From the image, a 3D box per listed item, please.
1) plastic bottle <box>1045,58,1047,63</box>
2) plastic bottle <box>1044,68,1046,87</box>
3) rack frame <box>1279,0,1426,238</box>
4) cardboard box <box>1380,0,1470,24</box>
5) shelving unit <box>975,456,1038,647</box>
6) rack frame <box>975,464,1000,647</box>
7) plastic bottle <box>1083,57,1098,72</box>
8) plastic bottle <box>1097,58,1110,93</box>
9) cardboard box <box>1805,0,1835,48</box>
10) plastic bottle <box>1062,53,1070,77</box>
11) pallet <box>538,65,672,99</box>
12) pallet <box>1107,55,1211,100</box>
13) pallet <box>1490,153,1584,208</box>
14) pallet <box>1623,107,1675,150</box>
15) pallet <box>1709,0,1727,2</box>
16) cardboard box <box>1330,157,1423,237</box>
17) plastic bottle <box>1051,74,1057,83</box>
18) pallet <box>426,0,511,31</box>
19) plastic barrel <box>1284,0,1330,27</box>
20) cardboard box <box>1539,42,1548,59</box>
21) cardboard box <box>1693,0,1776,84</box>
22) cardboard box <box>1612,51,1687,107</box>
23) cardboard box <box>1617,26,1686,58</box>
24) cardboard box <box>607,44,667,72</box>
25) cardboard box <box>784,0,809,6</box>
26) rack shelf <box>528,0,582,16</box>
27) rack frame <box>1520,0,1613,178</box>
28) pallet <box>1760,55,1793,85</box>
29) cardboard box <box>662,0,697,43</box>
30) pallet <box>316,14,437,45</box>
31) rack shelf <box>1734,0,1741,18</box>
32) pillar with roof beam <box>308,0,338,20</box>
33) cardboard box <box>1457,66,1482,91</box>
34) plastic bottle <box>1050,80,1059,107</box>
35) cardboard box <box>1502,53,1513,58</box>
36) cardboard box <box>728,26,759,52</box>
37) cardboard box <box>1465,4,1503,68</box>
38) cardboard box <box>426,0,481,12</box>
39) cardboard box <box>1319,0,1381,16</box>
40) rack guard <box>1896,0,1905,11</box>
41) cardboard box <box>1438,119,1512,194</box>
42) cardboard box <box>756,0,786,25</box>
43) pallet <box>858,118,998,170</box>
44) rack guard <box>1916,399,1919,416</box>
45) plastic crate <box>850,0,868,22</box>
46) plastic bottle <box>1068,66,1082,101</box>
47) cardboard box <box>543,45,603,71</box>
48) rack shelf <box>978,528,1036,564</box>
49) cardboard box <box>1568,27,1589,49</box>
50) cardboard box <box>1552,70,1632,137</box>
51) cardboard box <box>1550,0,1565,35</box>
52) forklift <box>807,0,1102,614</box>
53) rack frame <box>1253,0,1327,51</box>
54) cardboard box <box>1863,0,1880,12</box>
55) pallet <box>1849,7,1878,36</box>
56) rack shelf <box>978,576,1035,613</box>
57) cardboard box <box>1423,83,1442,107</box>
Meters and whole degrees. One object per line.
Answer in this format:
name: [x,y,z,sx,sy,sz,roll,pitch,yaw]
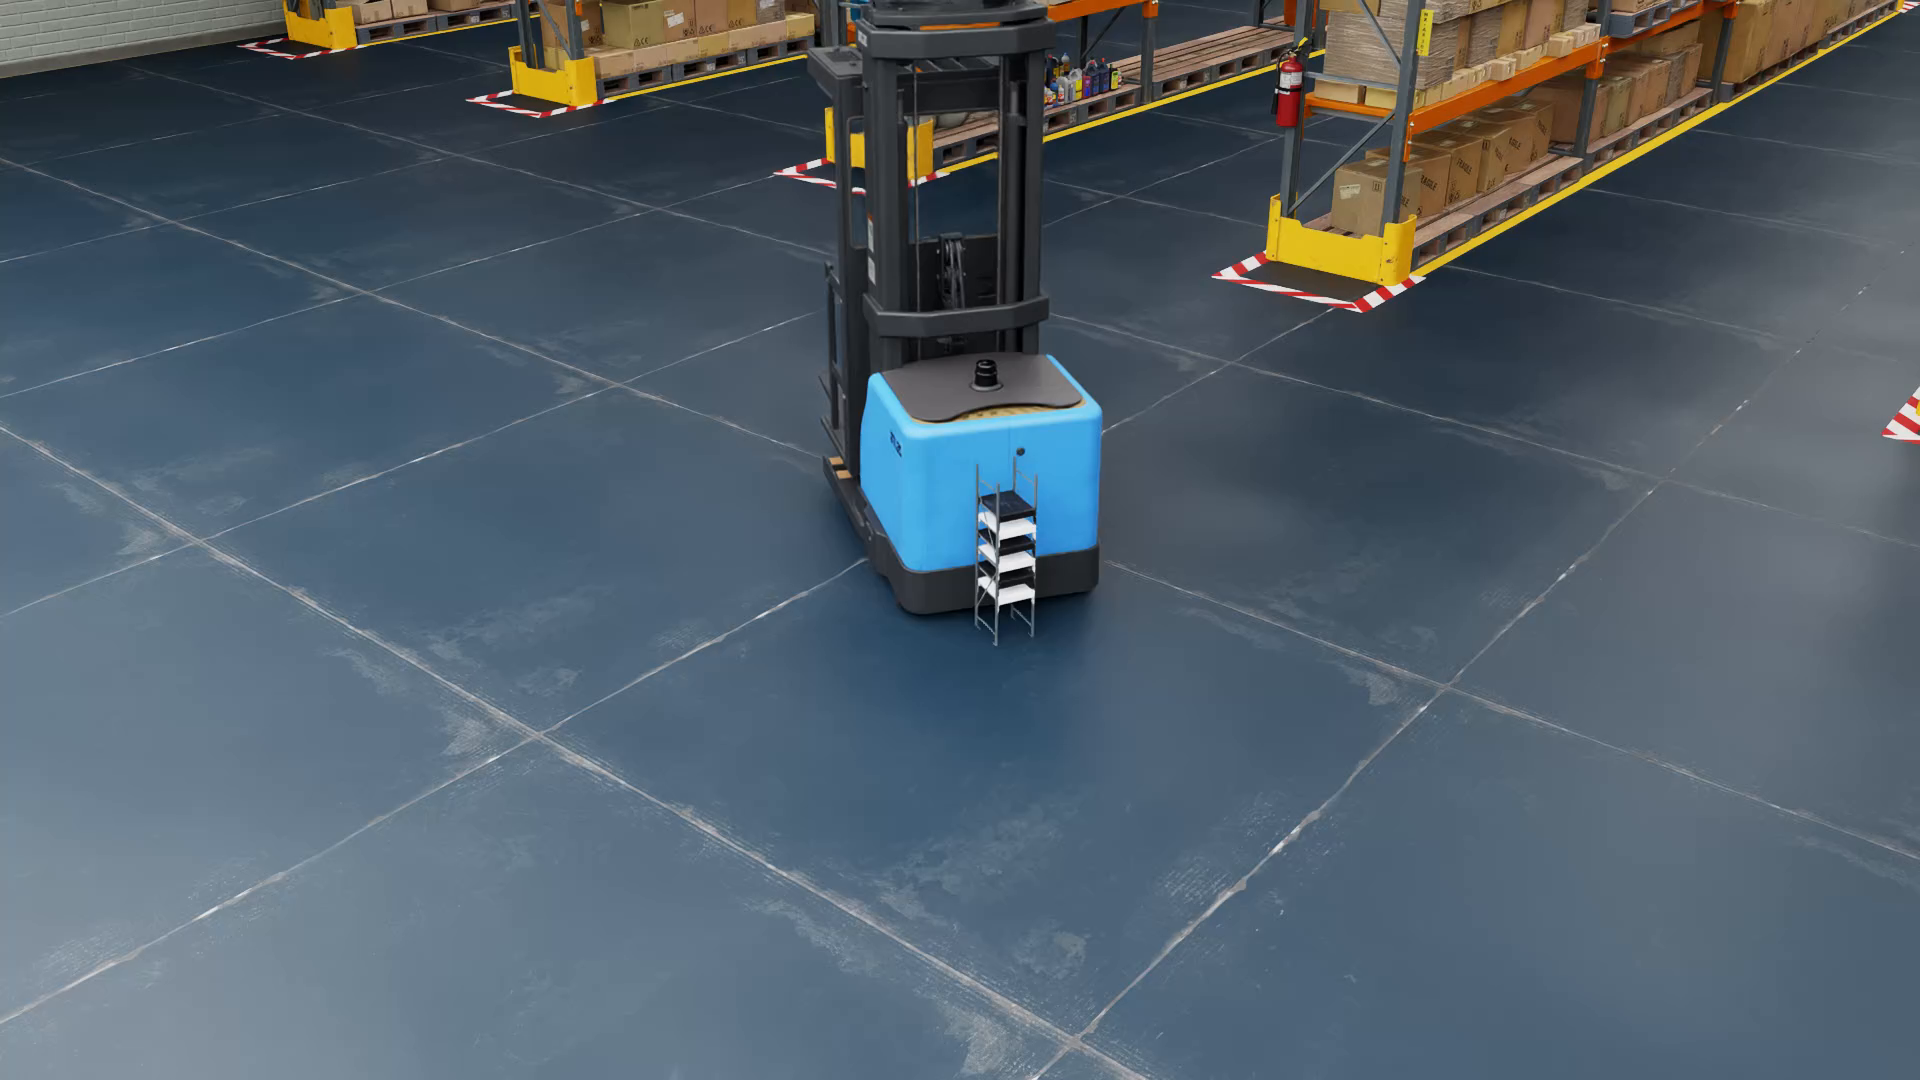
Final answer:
plastic bottle: [0.904,-5.247,18.532,0.144,0.351,0.185,22,34,36]
plastic bottle: [0.905,-5.125,18.382,0.097,0.271,0.097,0,27,0]
rack frame: [3.015,-3.527,12.803,1.000,3.000,0.127,21,34,34]
cardboard box: [3.575,-4.263,12.705,0.500,0.500,0.500,21,34,34]
shelving unit: [0.223,0.061,8.152,0.210,0.900,0.258,-13,30,-23]
rack frame: [0.131,0.082,8.113,0.006,0.900,0.240,-13,30,-23]
plastic bottle: [1.439,-5.141,18.328,0.144,0.351,0.185,21,34,34]
plastic bottle: [1.550,-5.099,18.246,0.144,0.351,0.185,20,33,33]
cardboard box: [10.256,-6.792,20.969,1.225,0.875,0.875,21,34,35]
plastic bottle: [1.196,-5.391,18.898,0.097,0.271,0.097,0,27,0]
pallet: [-4.173,-5.468,19.591,1.003,0.211,1.213,21,34,34]
pallet: [2.207,-5.444,19.544,1.003,0.211,1.213,21,34,34]
pallet: [5.159,-3.458,15.705,1.003,0.211,1.213,21,34,34]
pallet: [6.829,-4.418,17.560,1.003,0.211,1.213,21,34,34]
pallet: [7.732,-5.994,17.782,1.213,0.211,1.003,21,34,34]
cardboard box: [3.425,-2.820,13.700,0.500,0.500,0.500,-21,34,-35]
plastic bottle: [1.034,-4.861,17.859,0.061,0.283,0.133,21,34,34]
pallet: [-7.083,-7.367,23.260,1.003,0.211,1.213,21,34,34]
plastic barrel: [4.580,-7.212,21.831,0.600,0.830,0.708,21,34,34]
cardboard box: [4.944,-4.343,14.654,0.380,0.149,0.250,21,34,34]
cardboard box: [8.558,-5.845,19.139,1.225,0.875,0.875,19,33,32]
cardboard box: [7.350,-5.005,17.901,0.700,0.500,0.500,18,32,30]
cardboard box: [7.371,-5.344,17.742,0.500,0.250,0.500,-24,36,-38]
cardboard box: [-3.799,-5.692,19.524,0.500,0.250,0.500,21,34,34]
cardboard box: [-2.046,-7.283,21.990,0.500,0.311,0.500,21,34,34]
rack shelf: [-3.355,-6.813,19.938,1.077,0.370,4.000,21,34,34]
rack frame: [5.559,-4.945,15.545,1.000,3.000,0.127,21,34,34]
pallet: [9.439,-5.813,20.257,1.003,0.211,1.213,21,34,34]
cardboard box: [-3.489,-6.206,19.701,0.500,0.500,0.500,21,34,34]
pallet: [-7.859,-6.936,22.428,1.003,0.211,1.213,21,34,34]
rack shelf: [9.376,-6.753,19.822,1.077,0.370,4.000,21,34,34]
pillar with roof beam: [-5.352,-9.777,18.356,9.100,9.000,0.400,21,34,34]
cardboard box: [4.032,-3.795,13.595,0.380,0.149,0.250,21,34,34]
plastic bottle: [0.997,-4.739,17.636,0.097,0.271,0.097,0,27,0]
cardboard box: [4.466,-4.078,14.141,0.380,0.149,0.250,21,34,34]
cardboard box: [-2.841,-6.223,20.550,0.500,0.250,0.500,21,34,34]
cardboard box: [3.963,-4.267,13.802,0.875,0.500,0.500,21,34,34]
cardboard box: [-7.074,-7.622,22.960,0.700,0.500,0.500,18,33,31]
cardboard box: [3.174,-4.415,12.999,0.500,0.500,0.500,21,34,34]
rack guard: [13.207,-8.098,24.360,1.175,0.500,0.348,21,34,34]
cardboard box: [4.581,-3.443,14.904,0.500,0.500,0.500,17,32,30]
cardboard box: [-2.536,-6.738,20.729,0.500,0.500,0.500,21,34,34]
pallet: [-0.274,-4.063,16.875,1.003,0.211,1.213,21,34,34]
rack guard: [6.763,-0.923,10.490,1.175,0.500,0.348,21,34,34]
plastic crate: [-0.720,-5.173,16.148,0.499,0.251,0.616,21,34,34]
plastic bottle: [1.223,-4.916,17.893,0.144,0.351,0.185,21,34,34]
cardboard box: [-4.514,-5.665,19.472,0.500,0.250,0.500,21,34,34]
rack shelf: [0.223,0.011,8.126,0.200,0.077,0.258,-13,30,-23]
cardboard box: [5.483,-4.586,15.123,0.380,0.149,0.250,21,34,34]
cardboard box: [6.284,-4.405,16.743,0.700,0.500,0.500,21,34,34]
cardboard box: [4.880,-4.813,14.857,0.875,0.500,0.500,21,34,34]
forklift: [-0.181,-1.587,9.129,1.130,2.935,3.031,-8,28,-14]
rack frame: [4.282,-7.811,21.084,1.000,3.000,0.127,21,34,34]
cardboard box: [12.268,-7.870,23.053,0.875,0.875,0.875,21,34,34]
pallet: [11.967,-7.224,22.985,1.003,0.211,1.213,21,34,34]
rack shelf: [0.223,0.251,8.250,0.200,0.077,0.258,-13,30,-23]
cardboard box: [3.554,-3.530,13.082,0.380,0.149,0.250,21,34,34]
